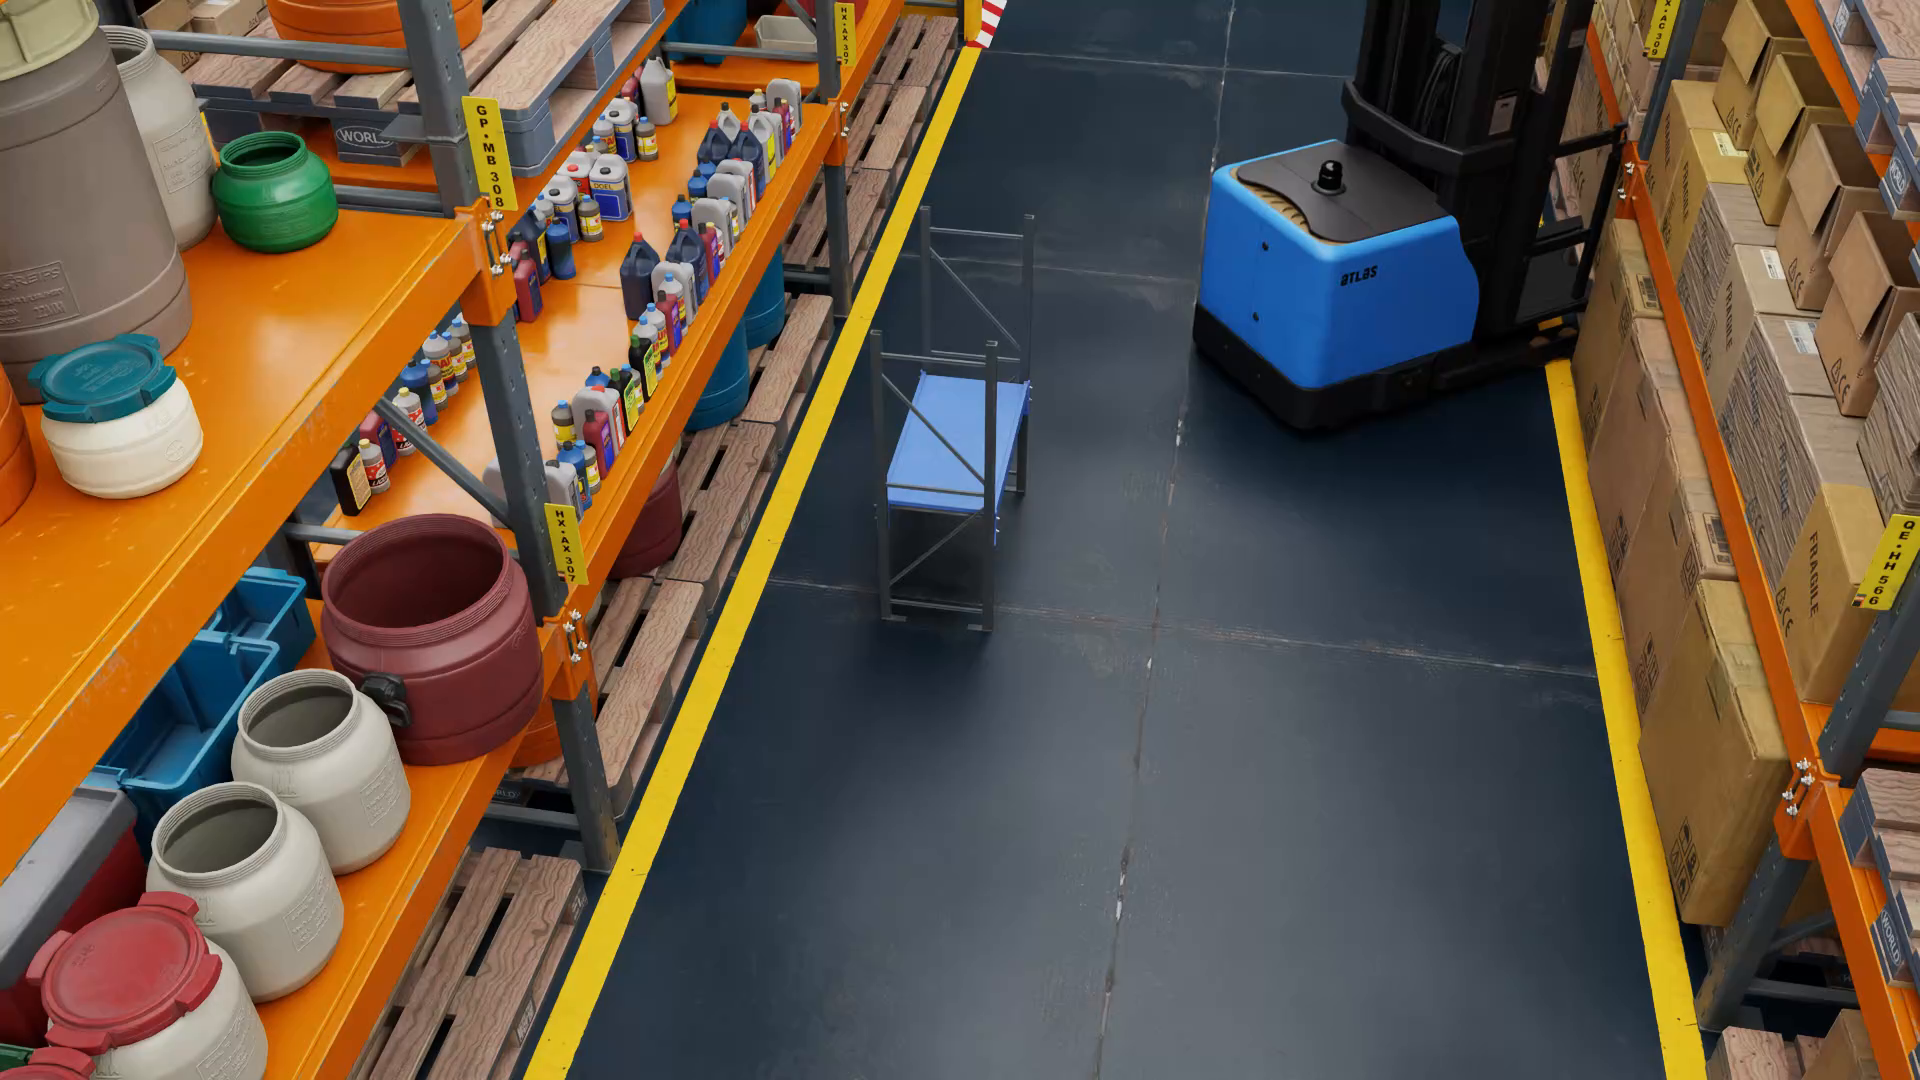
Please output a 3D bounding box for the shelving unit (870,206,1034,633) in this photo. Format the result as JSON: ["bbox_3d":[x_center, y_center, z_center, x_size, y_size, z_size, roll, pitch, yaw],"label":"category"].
[{"bbox_3d":[-0.015,-0.524,7.304,0.538,1.500,1.048,6,40,8],"label":"shelving unit"}]

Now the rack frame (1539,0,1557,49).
[{"bbox_3d":[4.455,-4.452,10.877,1.000,3.000,0.127,6,40,8],"label":"rack frame"}]

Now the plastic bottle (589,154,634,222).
[{"bbox_3d":[-1.581,-1.594,7.518,0.152,0.276,0.135,6,40,8],"label":"plastic bottle"}]

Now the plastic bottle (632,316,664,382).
[{"bbox_3d":[-1.224,-0.752,6.504,0.097,0.271,0.097,0,40,0],"label":"plastic bottle"}]

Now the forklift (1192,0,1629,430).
[{"bbox_3d":[2.818,-2.343,8.380,3.031,2.935,1.130,-18,43,-20],"label":"forklift"}]

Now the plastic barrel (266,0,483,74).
[{"bbox_3d":[-1.706,-1.817,4.669,0.600,0.830,0.708,6,40,8],"label":"plastic barrel"}]

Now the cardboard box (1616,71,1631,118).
[{"bbox_3d":[3.538,-2.234,8.392,0.380,0.149,0.250,7,40,9],"label":"cardboard box"}]

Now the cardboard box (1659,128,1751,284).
[{"bbox_3d":[3.351,-1.403,7.112,0.500,0.500,0.500,6,40,8],"label":"cardboard box"}]

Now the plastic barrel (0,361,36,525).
[{"bbox_3d":[-2.276,-0.397,3.282,0.600,0.830,0.708,6,40,8],"label":"plastic barrel"}]

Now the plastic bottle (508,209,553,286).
[{"bbox_3d":[-1.836,-1.272,7.069,0.144,0.351,0.185,6,40,8],"label":"plastic bottle"}]

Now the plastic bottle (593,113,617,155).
[{"bbox_3d":[-1.681,-1.890,7.880,0.097,0.271,0.097,0,40,0],"label":"plastic bottle"}]

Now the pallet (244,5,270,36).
[{"bbox_3d":[-5.451,-3.924,12.427,1.003,0.211,1.213,6,40,8],"label":"pallet"}]

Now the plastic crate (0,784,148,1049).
[{"bbox_3d":[-2.388,0.978,4.259,0.402,0.464,0.583,6,40,8],"label":"plastic crate"}]

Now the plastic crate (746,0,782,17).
[{"bbox_3d":[-1.186,-3.137,9.456,0.437,0.125,0.590,6,40,8],"label":"plastic crate"}]

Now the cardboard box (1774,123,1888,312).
[{"bbox_3d":[3.439,-1.144,6.010,0.797,0.503,0.637,8,40,9],"label":"cardboard box"}]

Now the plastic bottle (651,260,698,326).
[{"bbox_3d":[-1.174,-1.036,6.843,0.152,0.276,0.135,6,40,8],"label":"plastic bottle"}]

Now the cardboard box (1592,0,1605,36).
[{"bbox_3d":[3.715,-2.879,9.172,0.380,0.149,0.250,6,40,7],"label":"cardboard box"}]

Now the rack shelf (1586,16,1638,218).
[{"bbox_3d":[4.109,-2.919,9.588,1.077,0.370,4.000,6,40,8],"label":"rack shelf"}]

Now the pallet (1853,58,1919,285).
[{"bbox_3d":[3.130,-0.924,4.405,1.213,0.211,1.003,8,40,10],"label":"pallet"}]

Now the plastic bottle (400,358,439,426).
[{"bbox_3d":[-2.046,-0.566,6.278,0.097,0.271,0.097,0,40,0],"label":"plastic bottle"}]

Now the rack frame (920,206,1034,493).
[{"bbox_3d":[0.073,-0.844,7.690,0.500,1.500,0.032,6,40,8],"label":"rack frame"}]

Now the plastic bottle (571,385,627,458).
[{"bbox_3d":[-1.334,-0.456,6.141,0.152,0.276,0.135,6,40,8],"label":"plastic bottle"}]

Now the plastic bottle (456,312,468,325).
[{"bbox_3d":[-1.962,-0.845,6.670,0.097,0.201,0.097,0,40,0],"label":"plastic bottle"}]

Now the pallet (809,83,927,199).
[{"bbox_3d":[-0.817,-2.647,10.882,1.003,0.211,1.213,6,40,8],"label":"pallet"}]

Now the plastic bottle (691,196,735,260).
[{"bbox_3d":[-1.079,-1.381,7.261,0.152,0.276,0.135,6,40,8],"label":"plastic bottle"}]

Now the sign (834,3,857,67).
[{"bbox_3d":[-0.573,-2.533,8.339,0.100,0.325,0.005,6,40,8],"label":"sign"}]

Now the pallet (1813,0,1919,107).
[{"bbox_3d":[3.321,-1.627,5.254,1.003,0.211,1.213,8,40,10],"label":"pallet"}]

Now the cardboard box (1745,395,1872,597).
[{"bbox_3d":[3.004,-0.119,5.558,0.500,0.500,0.500,6,40,7],"label":"cardboard box"}]

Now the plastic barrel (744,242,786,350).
[{"bbox_3d":[-1.226,-1.501,8.626,0.600,0.901,0.708,6,40,8],"label":"plastic barrel"}]

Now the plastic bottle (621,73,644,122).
[{"bbox_3d":[-1.622,-2.176,8.216,0.061,0.283,0.133,6,40,8],"label":"plastic bottle"}]

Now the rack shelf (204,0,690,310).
[{"bbox_3d":[-1.461,-2.111,6.257,1.077,0.370,4.000,6,40,8],"label":"rack shelf"}]

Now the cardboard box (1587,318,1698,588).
[{"bbox_3d":[3.518,-0.320,7.217,1.225,0.875,0.875,5,40,6],"label":"cardboard box"}]

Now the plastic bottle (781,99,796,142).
[{"bbox_3d":[-0.858,-2.052,8.131,0.097,0.201,0.097,0,40,0],"label":"plastic bottle"}]

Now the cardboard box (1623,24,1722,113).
[{"bbox_3d":[3.581,-2.304,8.164,0.500,0.250,0.500,6,40,7],"label":"cardboard box"}]

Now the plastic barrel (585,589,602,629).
[{"bbox_3d":[-1.730,0.146,6.938,0.421,0.512,0.421,0,40,0],"label":"plastic barrel"}]

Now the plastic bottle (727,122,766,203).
[{"bbox_3d":[-0.984,-1.740,7.636,0.144,0.351,0.185,6,40,8],"label":"plastic bottle"}]

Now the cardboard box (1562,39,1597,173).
[{"bbox_3d":[4.266,-2.813,10.233,0.875,0.875,0.875,6,40,8],"label":"cardboard box"}]

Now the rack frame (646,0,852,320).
[{"bbox_3d":[-1.115,-2.488,8.502,1.000,3.000,0.127,6,40,8],"label":"rack frame"}]

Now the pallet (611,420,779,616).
[{"bbox_3d":[-1.498,-0.165,7.881,1.003,0.211,1.213,6,40,8],"label":"pallet"}]

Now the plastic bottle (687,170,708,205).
[{"bbox_3d":[-1.165,-1.527,7.441,0.097,0.271,0.097,0,40,0],"label":"plastic bottle"}]

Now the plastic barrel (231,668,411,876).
[{"bbox_3d":[-1.775,0.649,4.620,0.421,0.512,0.421,0,40,0],"label":"plastic barrel"}]

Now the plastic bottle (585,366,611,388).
[{"bbox_3d":[-1.347,-0.530,6.235,0.097,0.271,0.097,0,40,0],"label":"plastic bottle"}]

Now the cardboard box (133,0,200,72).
[{"bbox_3d":[-5.673,-3.423,11.247,0.797,0.503,0.637,6,40,8],"label":"cardboard box"}]

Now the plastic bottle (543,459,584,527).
[{"bbox_3d":[-1.414,-0.165,5.790,0.152,0.276,0.135,6,40,8],"label":"plastic bottle"}]

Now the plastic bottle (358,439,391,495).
[{"bbox_3d":[-2.119,-0.272,5.978,0.097,0.201,0.097,0,40,0],"label":"plastic bottle"}]

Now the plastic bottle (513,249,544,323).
[{"bbox_3d":[-1.786,-1.051,6.855,0.061,0.283,0.133,6,40,8],"label":"plastic bottle"}]
